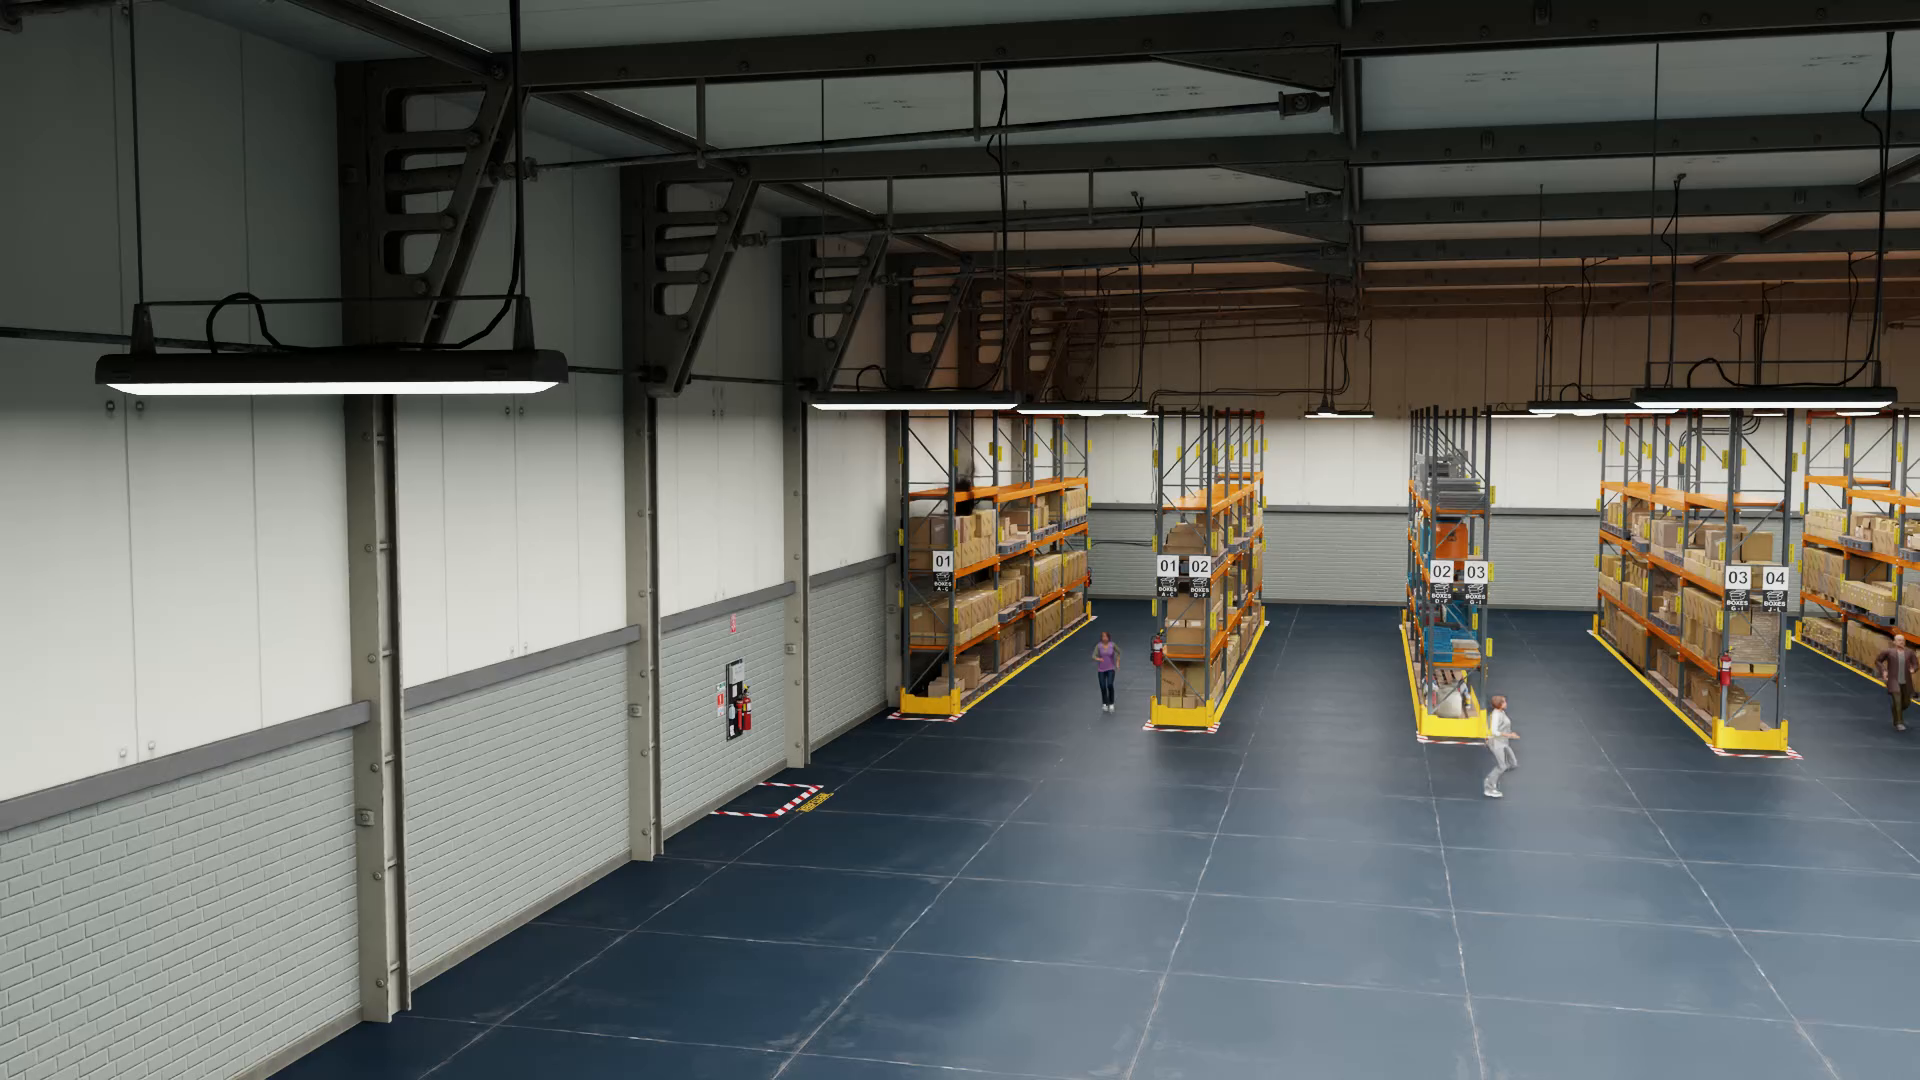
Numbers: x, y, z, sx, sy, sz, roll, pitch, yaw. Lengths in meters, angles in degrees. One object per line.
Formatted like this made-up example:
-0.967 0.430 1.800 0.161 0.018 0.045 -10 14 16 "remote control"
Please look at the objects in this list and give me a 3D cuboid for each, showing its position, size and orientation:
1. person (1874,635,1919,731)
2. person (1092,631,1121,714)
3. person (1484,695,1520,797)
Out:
17.429 2.631 30.911 0.720 1.746 0.913 1 4 11 "person"
2.865 2.583 32.595 0.549 1.610 0.651 1 4 12 "person"
8.241 3.126 25.229 0.545 1.558 0.518 3 5 34 "person"
